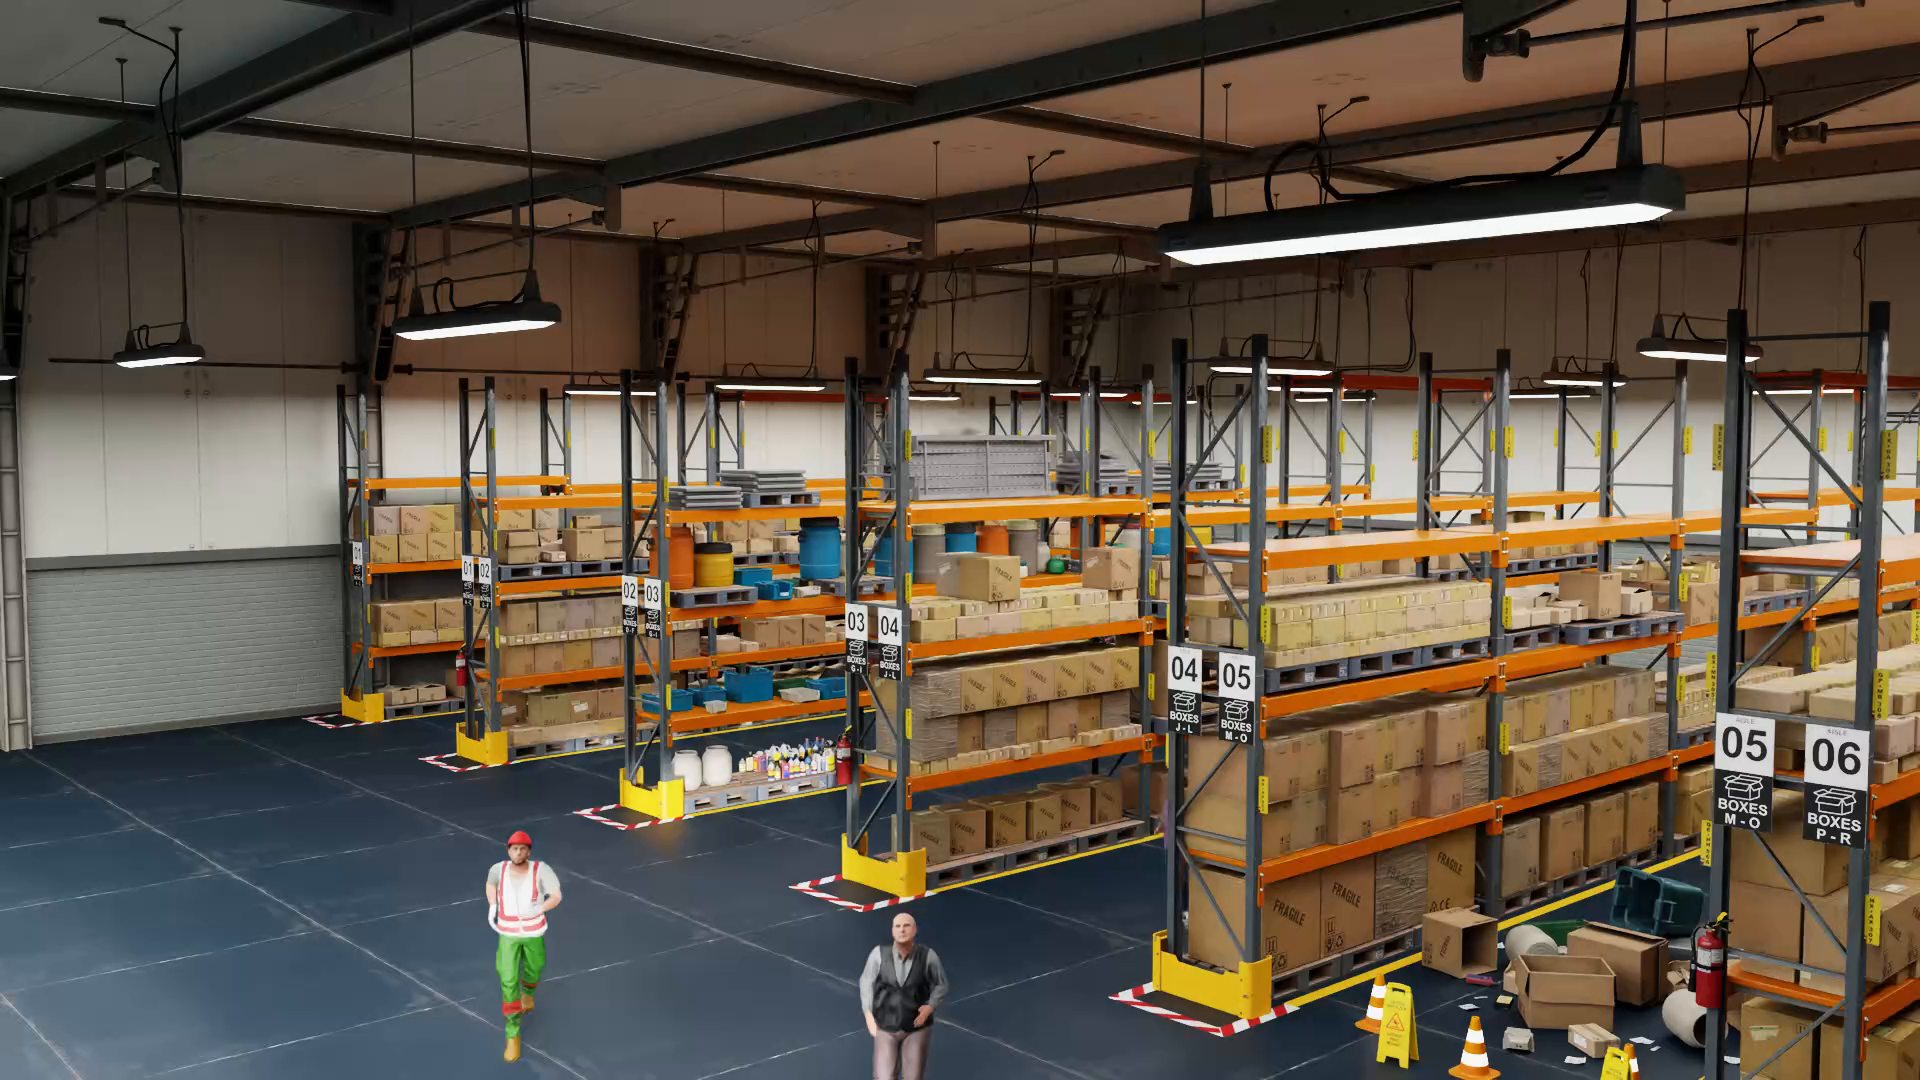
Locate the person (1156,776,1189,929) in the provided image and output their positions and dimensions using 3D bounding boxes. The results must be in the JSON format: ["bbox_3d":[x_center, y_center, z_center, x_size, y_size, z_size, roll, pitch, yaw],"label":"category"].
[{"bbox_3d":[2.276,3.236,17.283,0.650,1.579,0.528,-3,5,-39],"label":"person"}]

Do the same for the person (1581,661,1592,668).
[{"bbox_3d":[9.445,2.677,25.153,0.556,1.700,0.832,3,5,36],"label":"person"}]

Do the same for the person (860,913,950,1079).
[{"bbox_3d":[-0.408,3.538,12.149,0.662,1.660,0.627,0,4,4],"label":"person"}]

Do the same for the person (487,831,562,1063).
[{"bbox_3d":[-3.691,3.352,14.111,0.621,1.818,1.097,-1,4,-15],"label":"person"}]
